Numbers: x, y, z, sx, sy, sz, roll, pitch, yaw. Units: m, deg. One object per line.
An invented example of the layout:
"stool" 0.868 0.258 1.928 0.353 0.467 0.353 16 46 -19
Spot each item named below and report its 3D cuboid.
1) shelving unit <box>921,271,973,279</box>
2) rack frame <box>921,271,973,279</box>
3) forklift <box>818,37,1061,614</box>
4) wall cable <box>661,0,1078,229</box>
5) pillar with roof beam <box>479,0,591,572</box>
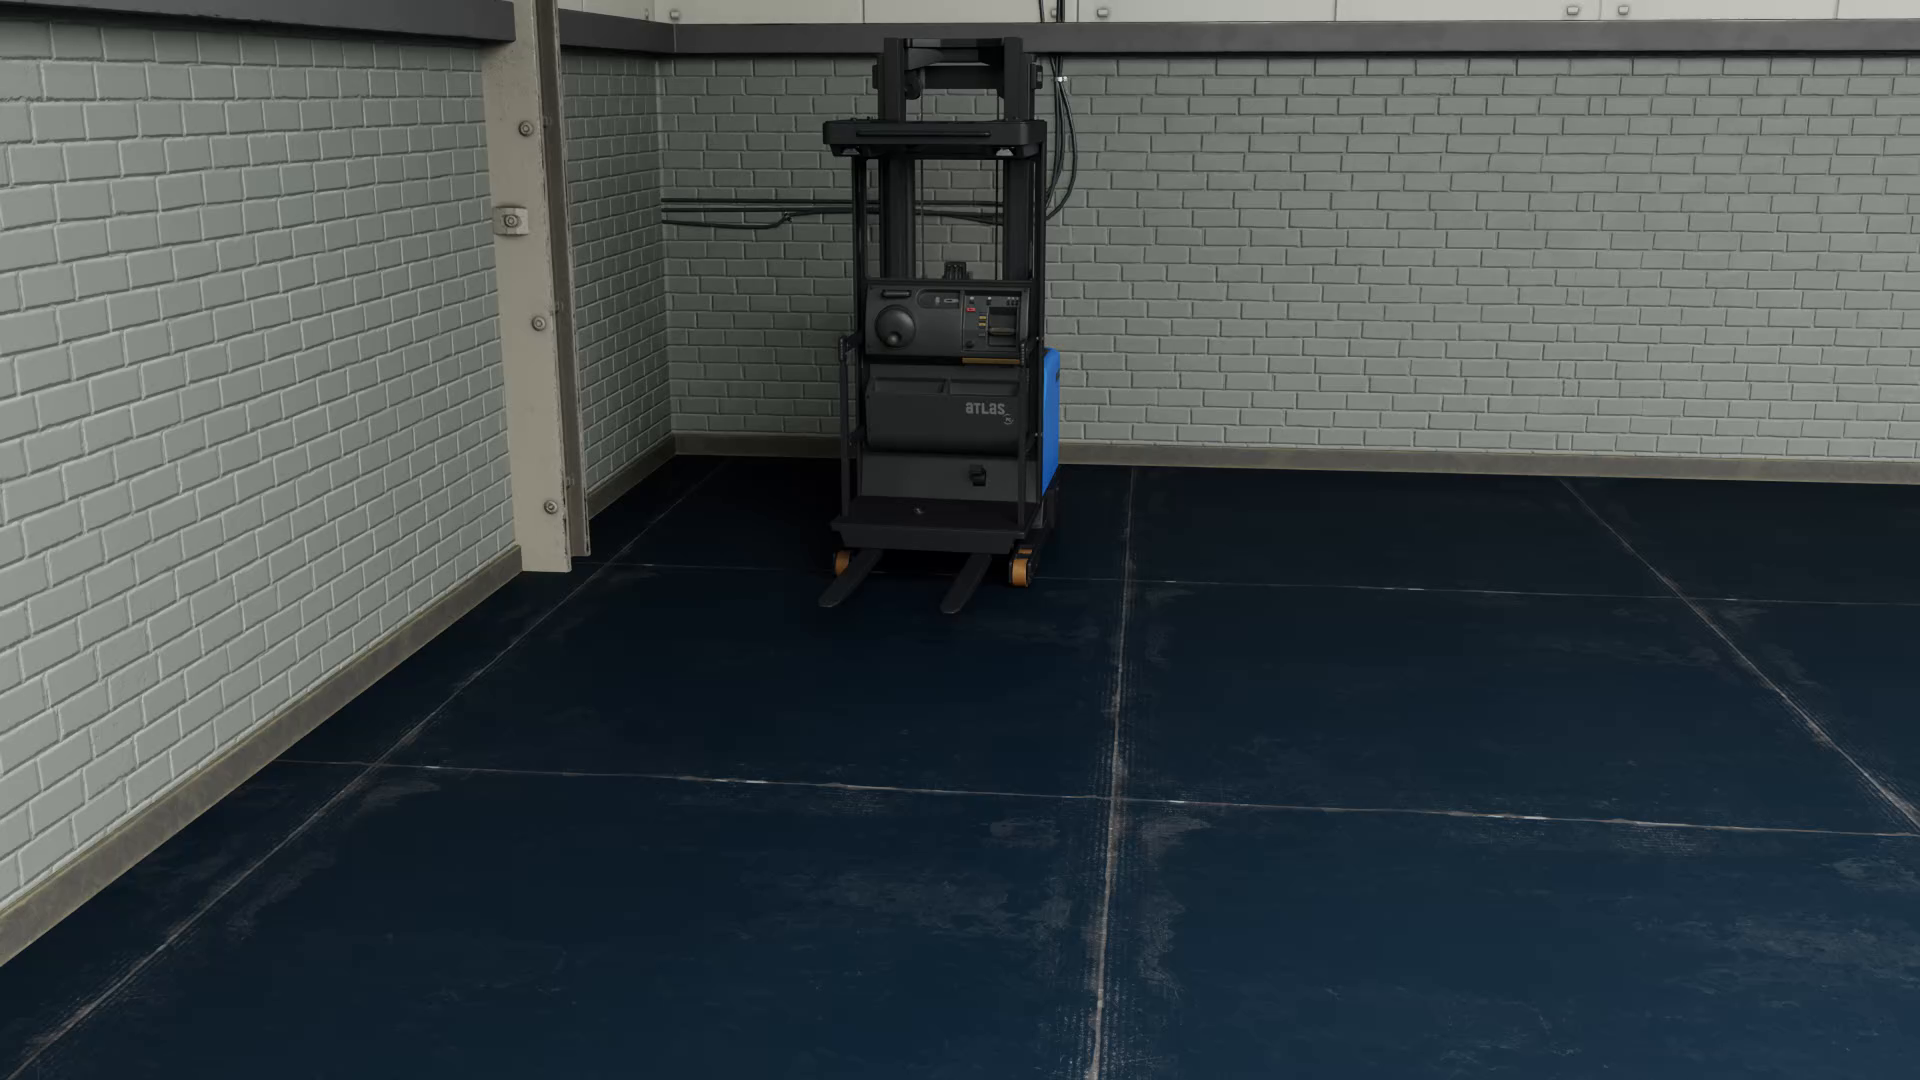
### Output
"shelving unit" -0.299 -1.096 11.343 0.431 1.500 0.755 -11 19 -35
"rack frame" -0.082 -1.019 11.059 0.400 1.500 0.023 -11 19 -35
"forklift" -0.106 -1.253 9.181 1.130 2.935 3.031 3 15 9
"wall cable" -0.717 -3.442 11.601 3.097 2.526 0.112 2 15 6
"pillar with roof beam" 1.914 -4.089 8.046 9.100 9.000 0.400 2 15 6
